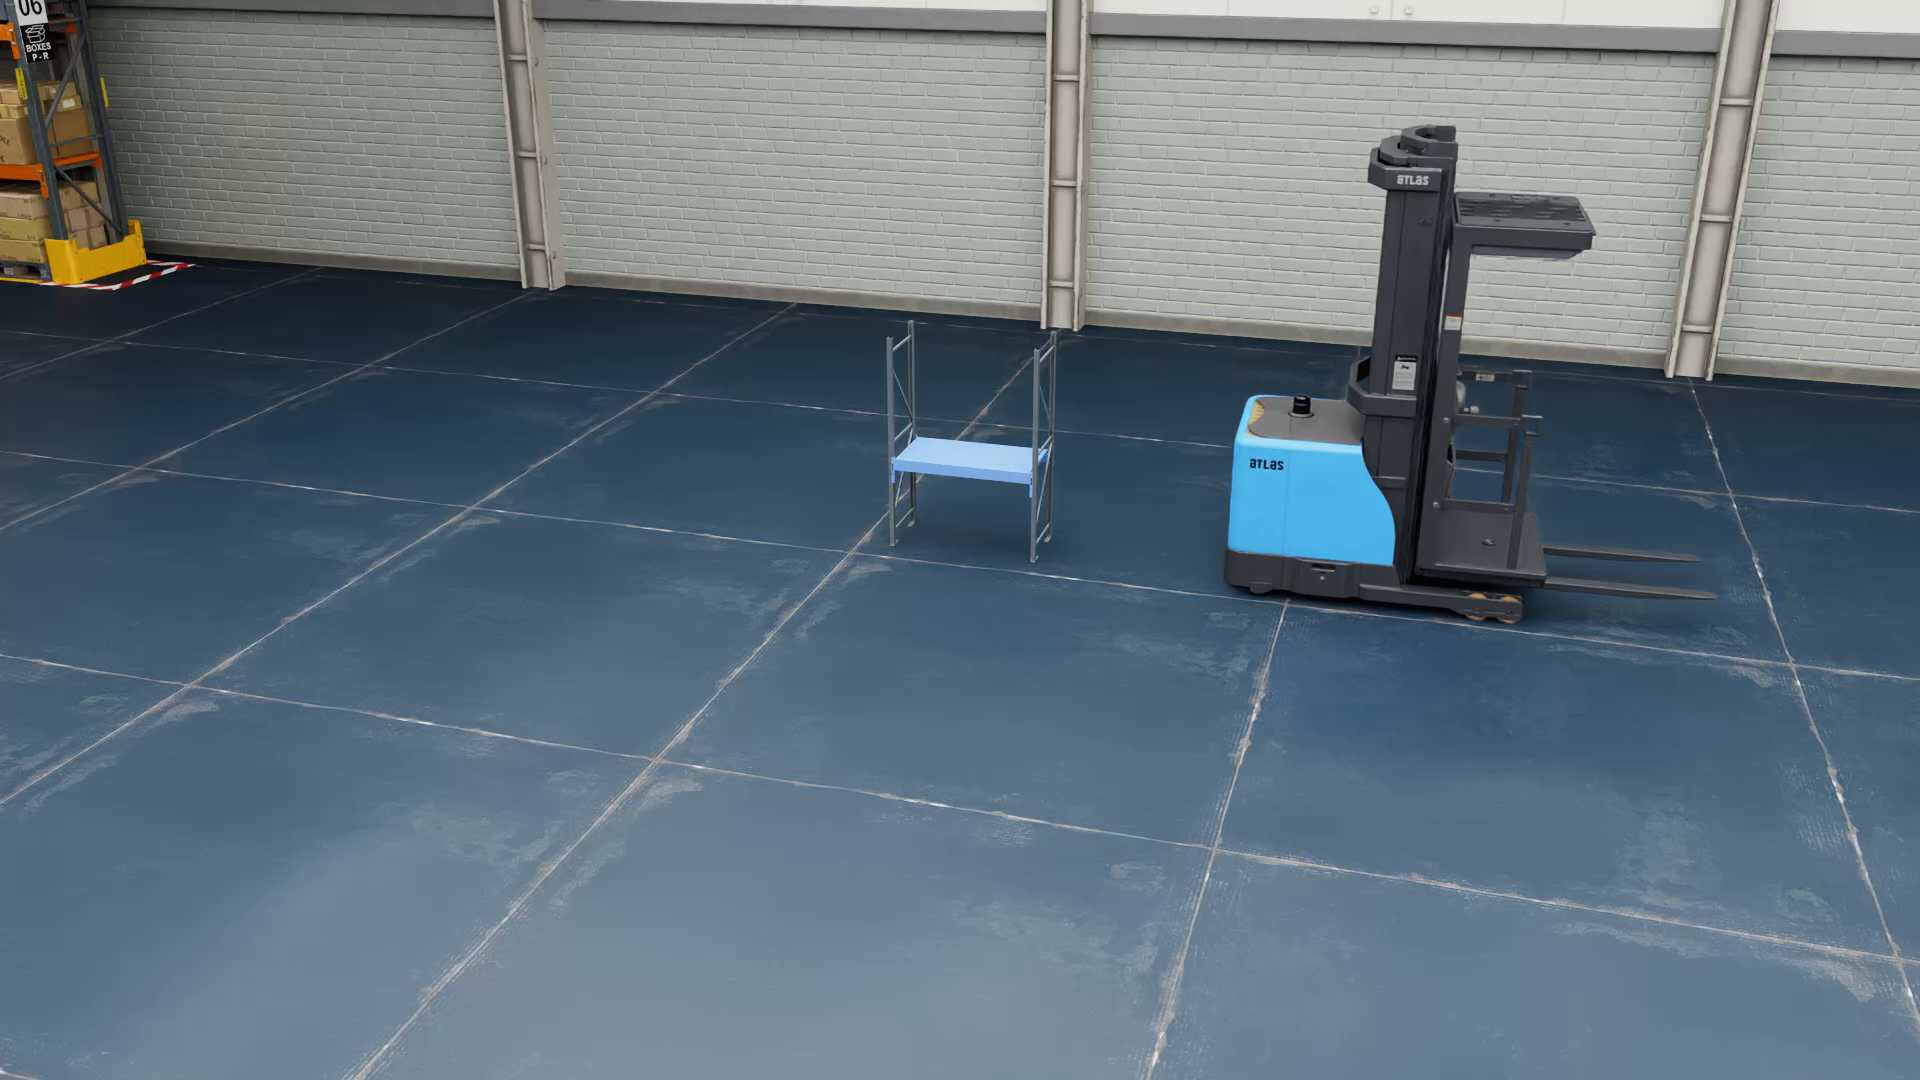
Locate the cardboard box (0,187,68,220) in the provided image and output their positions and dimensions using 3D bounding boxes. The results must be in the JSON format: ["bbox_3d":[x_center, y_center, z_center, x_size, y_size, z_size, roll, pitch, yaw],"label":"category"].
[{"bbox_3d":[-10.554,-3.828,18.903,0.500,0.250,0.500,7,23,17],"label":"cardboard box"}]

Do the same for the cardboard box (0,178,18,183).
[{"bbox_3d":[-11.383,-4.125,19.626,0.500,0.250,0.500,6,23,15],"label":"cardboard box"}]

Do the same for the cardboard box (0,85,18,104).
[{"bbox_3d":[-10.672,-4.969,18.553,0.250,0.149,0.380,7,23,16],"label":"cardboard box"}]

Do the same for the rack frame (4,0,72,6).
[{"bbox_3d":[-10.023,-7.282,17.665,0.127,3.000,1.000,7,23,16],"label":"rack frame"}]

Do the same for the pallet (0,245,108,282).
[{"bbox_3d":[-10.767,-3.285,19.500,1.213,0.211,1.003,7,23,16],"label":"pallet"}]

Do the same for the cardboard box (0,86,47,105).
[{"bbox_3d":[-10.427,-4.953,18.514,0.250,0.149,0.380,7,23,16],"label":"cardboard box"}]

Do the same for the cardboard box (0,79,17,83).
[{"bbox_3d":[-11.013,-5.202,19.121,0.250,0.149,0.380,7,23,16],"label":"cardboard box"}]

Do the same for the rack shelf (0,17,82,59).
[{"bbox_3d":[-11.938,-5.781,18.905,4.000,0.370,1.077,7,23,16],"label":"rack shelf"}]

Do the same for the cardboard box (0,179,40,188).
[{"bbox_3d":[-10.908,-4.066,19.483,0.500,0.250,0.500,7,23,16],"label":"cardboard box"}]

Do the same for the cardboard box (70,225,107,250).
[{"bbox_3d":[-10.437,-3.554,19.550,0.500,0.250,0.500,7,23,16],"label":"cardboard box"}]

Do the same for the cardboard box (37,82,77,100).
[{"bbox_3d":[-10.283,-5.105,18.884,0.250,0.149,0.380,6,23,14],"label":"cardboard box"}]

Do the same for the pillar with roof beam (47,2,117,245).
[{"bbox_3d":[-11.673,-6.122,14.836,0.400,9.000,9.100,7,23,16],"label":"pillar with roof beam"}]

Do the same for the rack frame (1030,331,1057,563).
[{"bbox_3d":[0.568,-0.629,11.327,0.032,1.500,0.500,7,23,16],"label":"rack frame"}]

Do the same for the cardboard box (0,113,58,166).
[{"bbox_3d":[-10.570,-4.511,18.684,0.500,0.500,0.500,6,23,14],"label":"cardboard box"}]

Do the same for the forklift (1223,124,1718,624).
[{"bbox_3d":[3.310,-1.052,10.474,3.031,2.935,1.130,5,23,13],"label":"forklift"}]

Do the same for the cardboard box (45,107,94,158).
[{"bbox_3d":[-10.417,-4.708,19.163,0.500,0.500,0.500,7,23,17],"label":"cardboard box"}]

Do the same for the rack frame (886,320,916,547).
[{"bbox_3d":[-0.405,-0.740,11.598,0.032,1.500,0.500,7,23,16],"label":"rack frame"}]

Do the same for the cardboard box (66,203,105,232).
[{"bbox_3d":[-10.413,-3.787,19.461,0.500,0.250,0.500,7,23,16],"label":"cardboard box"}]

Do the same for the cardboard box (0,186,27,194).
[{"bbox_3d":[-11.044,-3.882,19.034,0.500,0.250,0.500,7,23,16],"label":"cardboard box"}]

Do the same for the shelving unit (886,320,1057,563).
[{"bbox_3d":[0.082,-0.685,11.463,1.048,1.500,0.538,7,23,16],"label":"shelving unit"}]

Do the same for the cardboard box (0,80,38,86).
[{"bbox_3d":[-10.780,-5.170,19.042,0.250,0.149,0.380,7,23,17],"label":"cardboard box"}]

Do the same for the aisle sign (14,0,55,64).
[{"bbox_3d":[-10.045,-5.595,18.033,0.004,0.787,0.394,7,23,16],"label":"aisle sign"}]

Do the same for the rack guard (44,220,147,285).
[{"bbox_3d":[-10.000,-3.347,19.272,0.348,0.500,1.175,7,23,16],"label":"rack guard"}]

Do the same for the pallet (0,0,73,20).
[{"bbox_3d":[-10.692,-5.940,18.463,1.213,0.211,1.003,7,23,16],"label":"pallet"}]

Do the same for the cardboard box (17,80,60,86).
[{"bbox_3d":[-10.519,-5.157,19.011,0.250,0.149,0.380,7,23,17],"label":"cardboard box"}]

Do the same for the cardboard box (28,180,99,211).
[{"bbox_3d":[-10.428,-4.013,19.352,0.500,0.250,0.500,6,23,15],"label":"cardboard box"}]

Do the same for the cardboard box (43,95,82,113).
[{"bbox_3d":[-10.273,-4.984,18.982,0.250,0.149,0.380,6,23,14],"label":"cardboard box"}]

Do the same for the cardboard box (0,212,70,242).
[{"bbox_3d":[-10.579,-3.600,19.004,0.500,0.250,0.500,6,23,15],"label":"cardboard box"}]

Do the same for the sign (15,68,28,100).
[{"bbox_3d":[-10.193,-4.956,18.062,0.005,0.325,0.100,7,23,16],"label":"sign"}]

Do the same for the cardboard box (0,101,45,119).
[{"bbox_3d":[-10.436,-4.789,18.506,0.250,0.149,0.380,7,23,16],"label":"cardboard box"}]

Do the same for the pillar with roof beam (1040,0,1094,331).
[{"bbox_3d":[-0.184,-4.806,11.629,0.400,9.000,9.100,7,23,16],"label":"pillar with roof beam"}]

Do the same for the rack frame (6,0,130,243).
[{"bbox_3d":[-10.023,-4.506,18.804,0.127,3.000,1.000,7,23,16],"label":"rack frame"}]

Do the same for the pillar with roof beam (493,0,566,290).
[{"bbox_3d":[-5.928,-5.464,13.233,0.400,9.000,9.100,7,23,16],"label":"pillar with roof beam"}]

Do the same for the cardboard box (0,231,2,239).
[{"bbox_3d":[-11.056,-3.659,19.148,0.500,0.250,0.500,6,23,15],"label":"cardboard box"}]

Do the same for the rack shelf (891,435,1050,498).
[{"bbox_3d":[0.082,-0.518,11.531,1.000,0.185,0.538,7,23,16],"label":"rack shelf"}]

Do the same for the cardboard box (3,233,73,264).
[{"bbox_3d":[-10.564,-3.365,19.092,0.500,0.250,0.500,7,23,16],"label":"cardboard box"}]

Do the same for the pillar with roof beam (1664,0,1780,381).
[{"bbox_3d":[5.560,-4.148,10.026,0.400,9.000,9.100,7,23,16],"label":"pillar with roof beam"}]

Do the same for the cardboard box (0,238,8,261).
[{"bbox_3d":[-11.037,-3.423,19.233,0.500,0.250,0.500,7,23,15],"label":"cardboard box"}]

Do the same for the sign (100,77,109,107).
[{"bbox_3d":[-9.857,-5.145,19.114,0.005,0.325,0.100,7,23,16],"label":"sign"}]

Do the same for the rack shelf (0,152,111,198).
[{"bbox_3d":[-11.938,-4.393,19.475,4.000,0.370,1.077,7,23,16],"label":"rack shelf"}]
